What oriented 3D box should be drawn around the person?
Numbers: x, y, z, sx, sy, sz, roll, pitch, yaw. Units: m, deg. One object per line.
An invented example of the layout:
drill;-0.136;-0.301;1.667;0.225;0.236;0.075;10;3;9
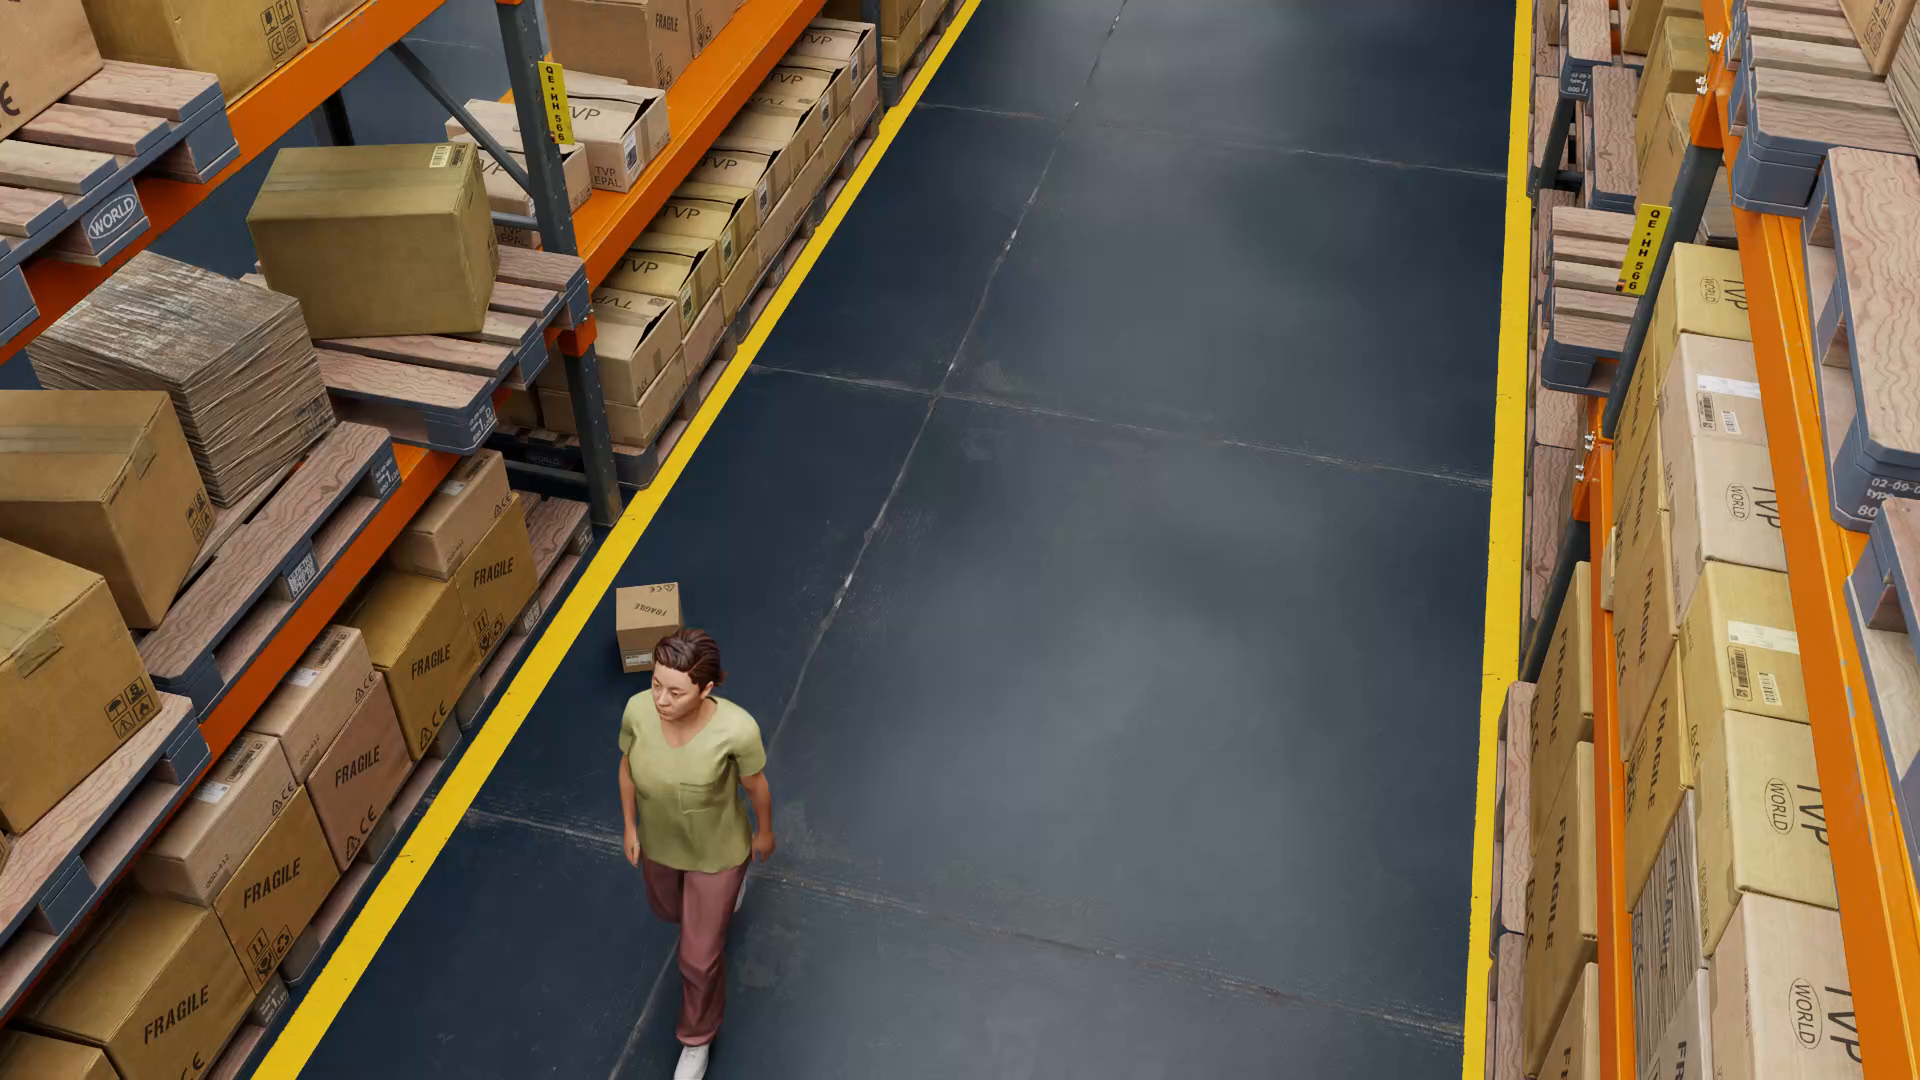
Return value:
person;-0.811;0.895;5.138;0.453;1.625;0.865;13;43;14
